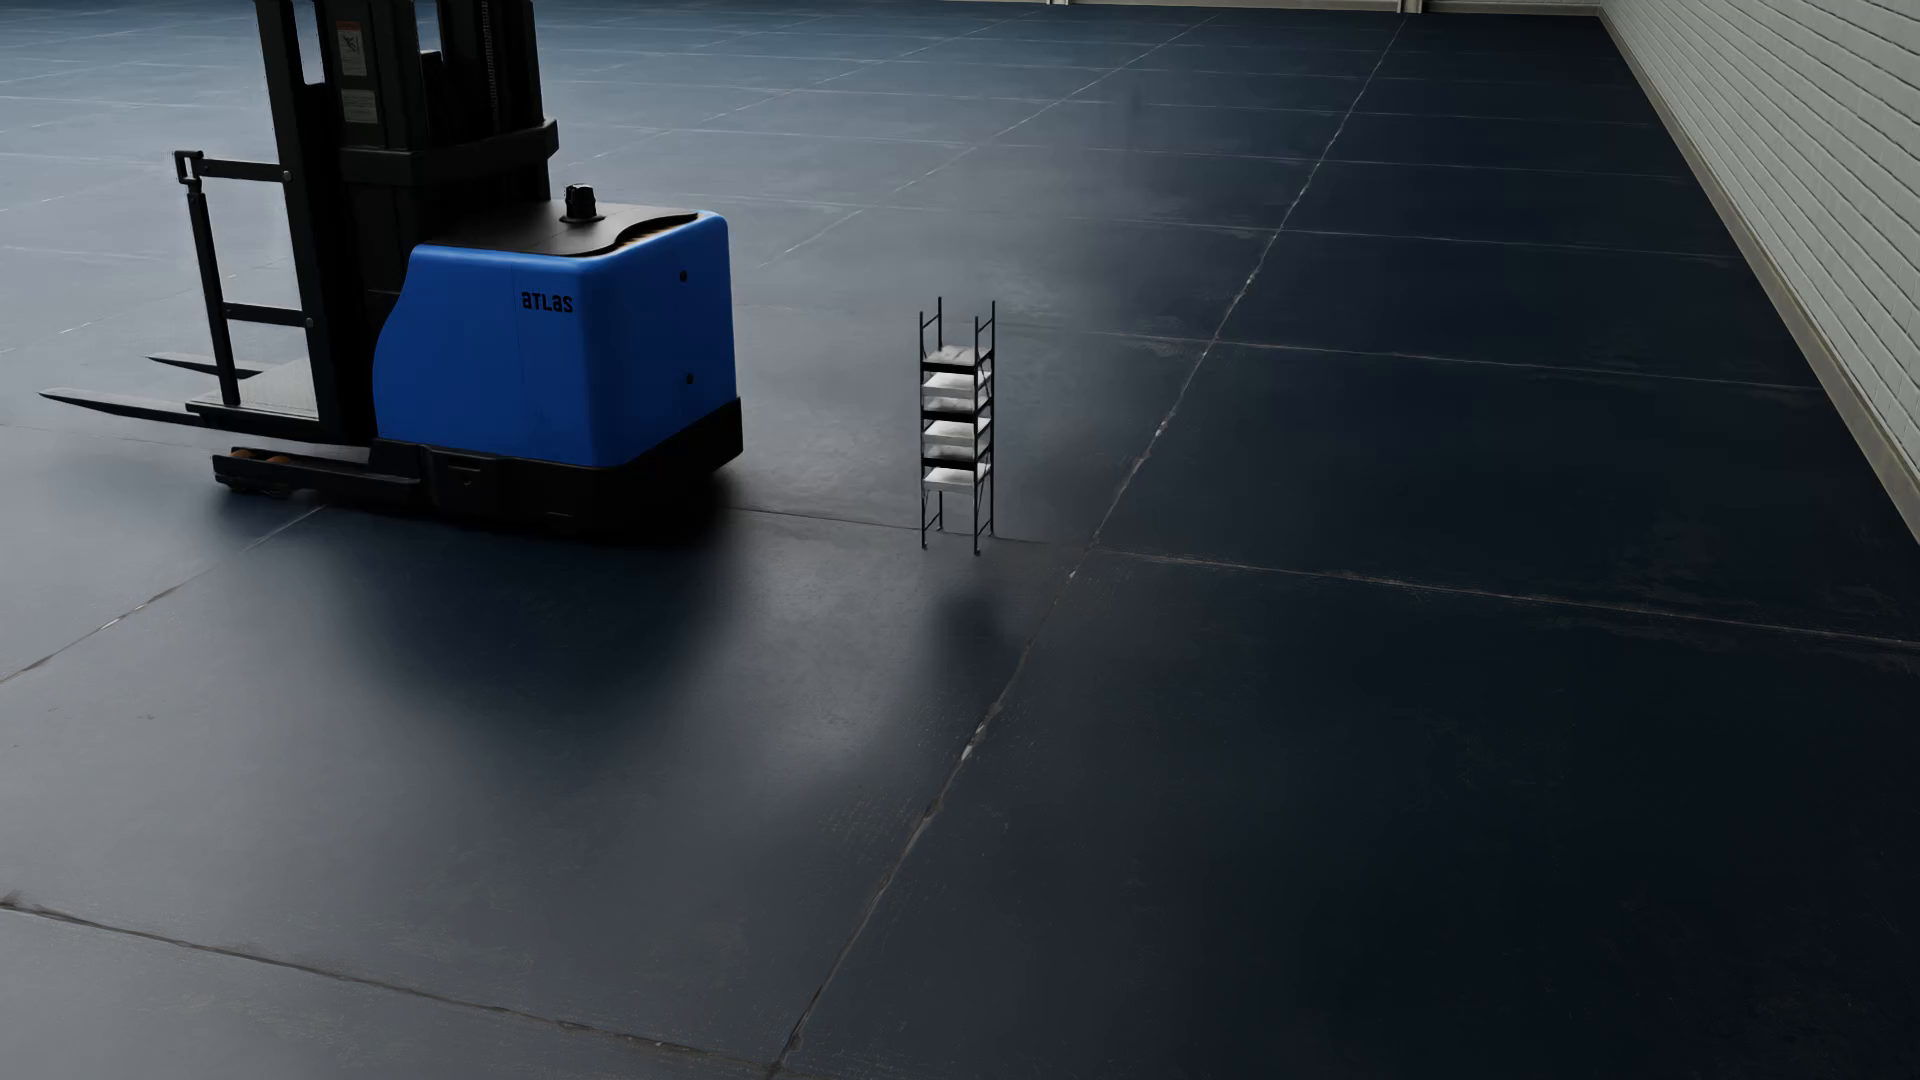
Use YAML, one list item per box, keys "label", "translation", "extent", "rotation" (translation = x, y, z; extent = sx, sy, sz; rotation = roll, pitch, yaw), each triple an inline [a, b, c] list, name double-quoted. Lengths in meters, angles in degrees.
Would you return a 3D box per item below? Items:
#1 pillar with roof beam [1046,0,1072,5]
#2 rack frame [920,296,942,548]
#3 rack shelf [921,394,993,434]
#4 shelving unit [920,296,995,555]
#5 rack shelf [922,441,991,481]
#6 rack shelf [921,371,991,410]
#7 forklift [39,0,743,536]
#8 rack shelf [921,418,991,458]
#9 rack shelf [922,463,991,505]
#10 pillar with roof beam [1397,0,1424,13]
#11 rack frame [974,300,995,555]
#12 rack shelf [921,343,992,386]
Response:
- label: "pillar with roof beam"
  translation: [0.511, -12.059, 23.811]
  extent: [0.400, 9.000, 9.100]
  rotation: [7, 23, 16]
- label: "rack frame"
  translation: [-0.105, -0.428, 6.129]
  extent: [0.006, 0.900, 0.240]
  rotation: [7, 23, 16]
- label: "rack shelf"
  translation: [-0.008, -0.470, 6.080]
  extent: [0.200, 0.077, 0.258]
  rotation: [7, 23, 16]
- label: "shelving unit"
  translation: [-0.008, -0.417, 6.101]
  extent: [0.210, 0.900, 0.258]
  rotation: [7, 23, 16]
- label: "rack shelf"
  translation: [-0.008, -0.303, 6.148]
  extent: [0.200, 0.077, 0.258]
  rotation: [7, 23, 16]
- label: "rack shelf"
  translation: [-0.008, -0.553, 6.046]
  extent: [0.200, 0.077, 0.258]
  rotation: [7, 23, 16]
- label: "forklift"
  translation: [-2.483, -1.704, 6.563]
  extent: [3.031, 2.935, 1.130]
  rotation: [8, 24, 19]
- label: "rack shelf"
  translation: [-0.008, -0.386, 6.114]
  extent: [0.200, 0.077, 0.258]
  rotation: [7, 23, 16]
- label: "rack shelf"
  translation: [-0.008, -0.220, 6.182]
  extent: [0.200, 0.077, 0.258]
  rotation: [7, 23, 16]
- label: "pillar with roof beam"
  translation: [6.255, -11.401, 22.208]
  extent: [0.400, 9.000, 9.100]
  rotation: [7, 23, 16]
- label: "rack frame"
  translation: [0.090, -0.406, 6.074]
  extent: [0.006, 0.900, 0.240]
  rotation: [7, 23, 16]
- label: "rack shelf"
  translation: [-0.008, -0.636, 6.012]
  extent: [0.200, 0.077, 0.258]
  rotation: [7, 23, 16]
